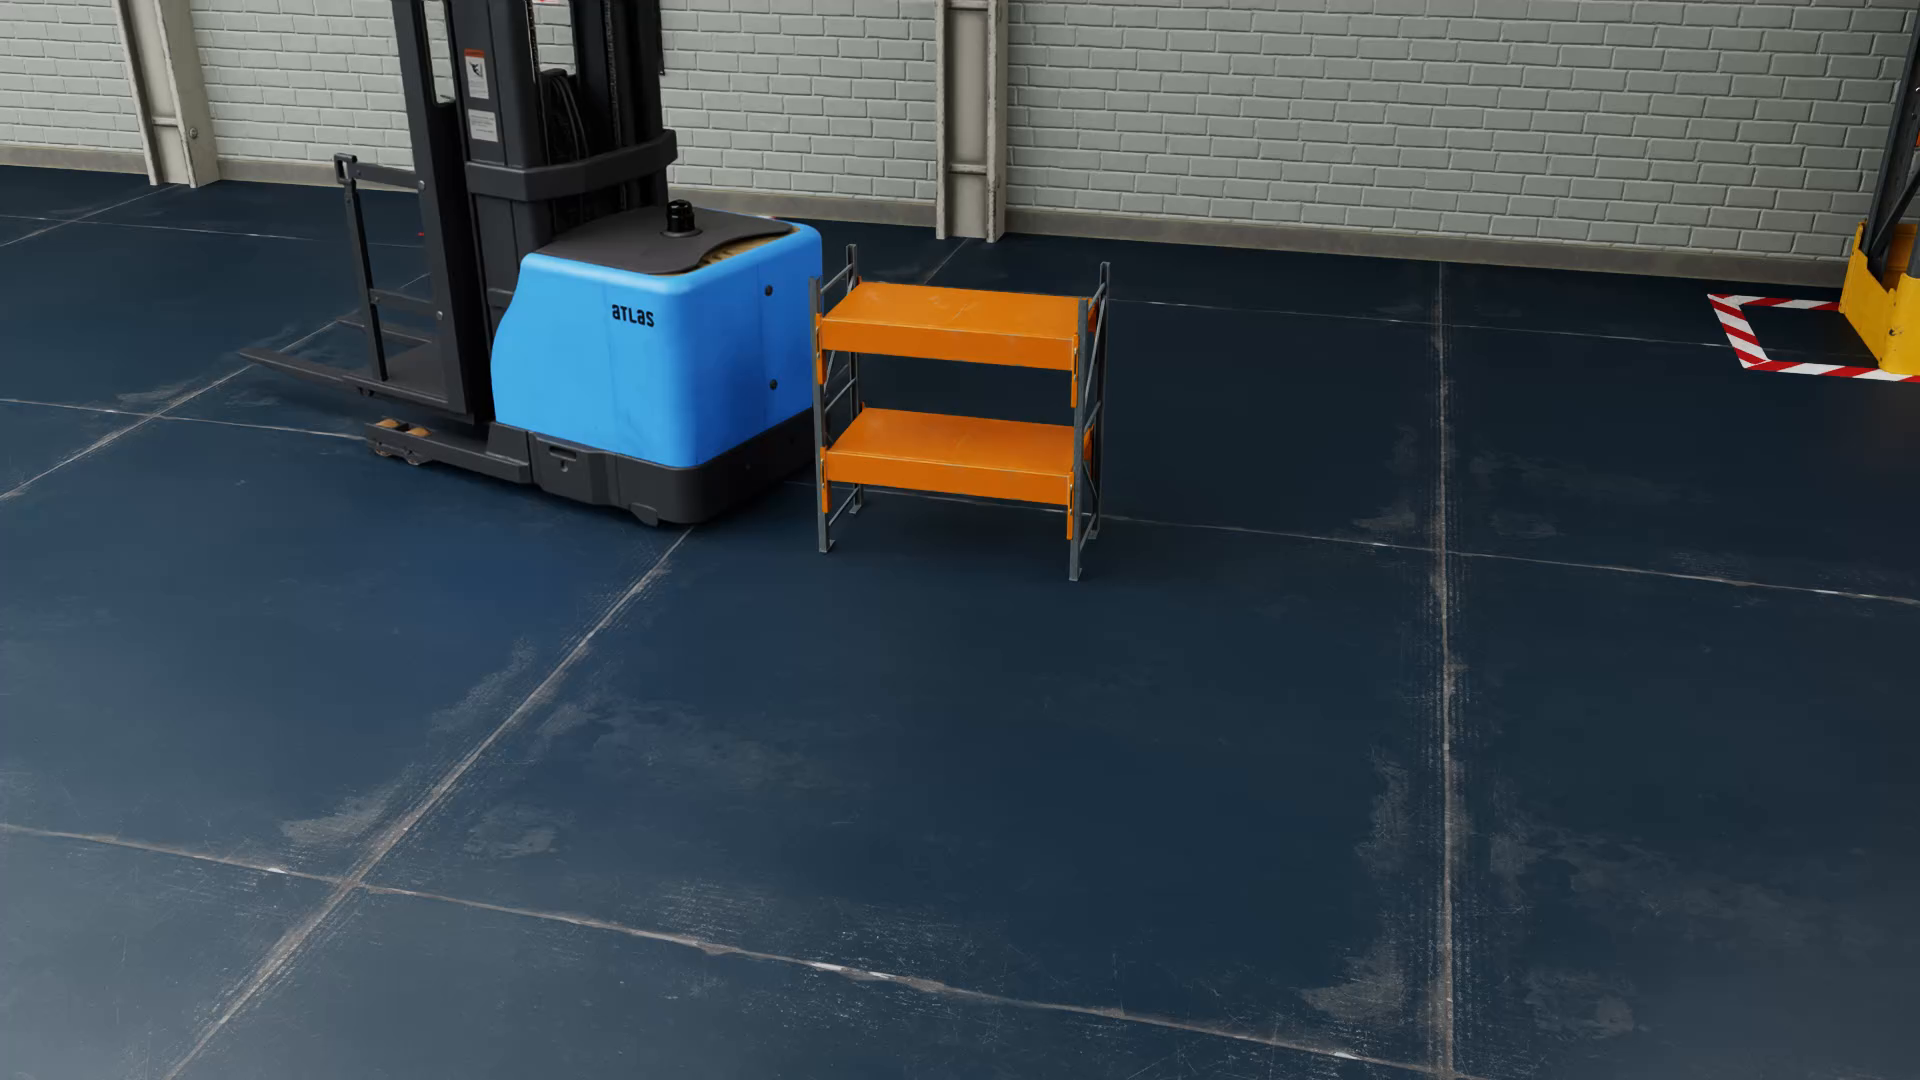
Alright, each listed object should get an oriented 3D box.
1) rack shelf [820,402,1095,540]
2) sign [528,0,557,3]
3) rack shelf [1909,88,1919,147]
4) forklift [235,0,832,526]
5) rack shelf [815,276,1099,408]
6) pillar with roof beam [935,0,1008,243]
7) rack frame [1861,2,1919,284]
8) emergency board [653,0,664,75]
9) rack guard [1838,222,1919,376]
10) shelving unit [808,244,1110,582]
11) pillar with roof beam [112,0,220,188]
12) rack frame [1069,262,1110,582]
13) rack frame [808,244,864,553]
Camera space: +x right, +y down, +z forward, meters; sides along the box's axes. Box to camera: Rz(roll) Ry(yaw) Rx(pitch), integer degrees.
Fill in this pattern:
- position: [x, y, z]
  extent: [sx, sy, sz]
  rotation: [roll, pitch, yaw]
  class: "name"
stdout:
- position: [0.007, -0.286, 6.612]
  extent: [1.000, 0.278, 0.538]
  rotation: [6, 26, 13]
  class: "rack shelf"
- position: [-2.820, -3.771, 11.140]
  extent: [0.234, 0.329, 0.001]
  rotation: [6, 26, 13]
  class: "sign"
- position: [6.928, -1.906, 8.101]
  extent: [4.000, 0.370, 1.077]
  rotation: [6, 26, 13]
  class: "rack shelf"
- position: [-2.100, -1.835, 7.195]
  extent: [3.031, 2.935, 1.130]
  rotation: [15, 29, 28]
  class: "forklift"
- position: [0.007, -0.771, 6.381]
  extent: [1.000, 0.278, 0.538]
  rotation: [6, 26, 13]
  class: "rack shelf"
- position: [-0.999, -4.289, 5.290]
  extent: [0.400, 9.000, 9.100]
  rotation: [6, 26, 13]
  class: "pillar with roof beam"
- position: [4.991, -2.445, 8.396]
  extent: [0.127, 3.000, 1.000]
  rotation: [6, 26, 13]
  class: "rack frame"
- position: [-2.311, -3.653, 10.933]
  extent: [0.643, 1.169, 0.194]
  rotation: [6, 26, 13]
  class: "emergency board"
- position: [5.064, -1.308, 8.916]
  extent: [0.348, 0.500, 1.175]
  rotation: [6, 26, 13]
  class: "rack guard"
- position: [0.007, -0.507, 6.507]
  extent: [1.048, 1.125, 0.538]
  rotation: [6, 26, 13]
  class: "shelving unit"
- position: [-6.810, -4.931, 6.639]
  extent: [0.400, 9.000, 9.100]
  rotation: [6, 26, 13]
  class: "pillar with roof beam"
- position: [0.499, -0.453, 6.392]
  extent: [0.032, 1.125, 0.500]
  rotation: [6, 26, 13]
  class: "rack frame"
- position: [-0.486, -0.562, 6.621]
  extent: [0.032, 1.125, 0.500]
  rotation: [6, 26, 13]
  class: "rack frame"
